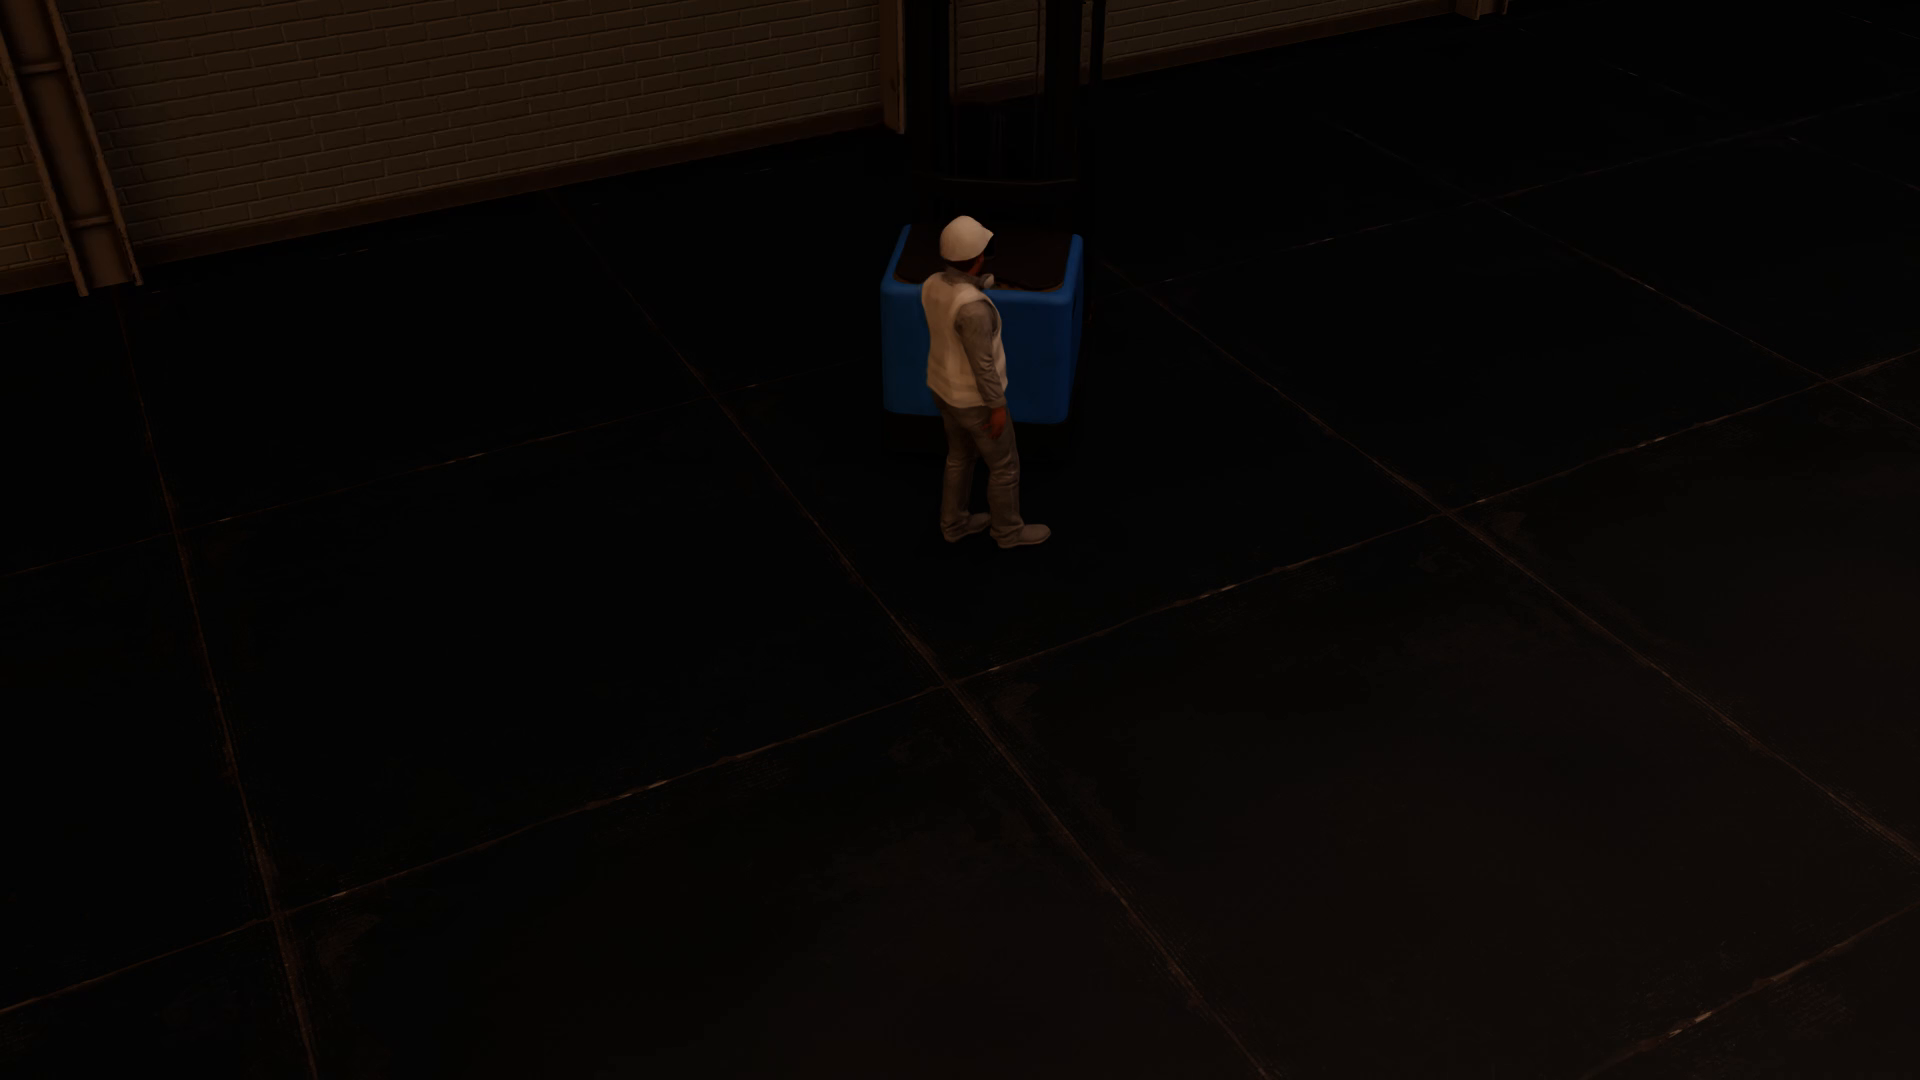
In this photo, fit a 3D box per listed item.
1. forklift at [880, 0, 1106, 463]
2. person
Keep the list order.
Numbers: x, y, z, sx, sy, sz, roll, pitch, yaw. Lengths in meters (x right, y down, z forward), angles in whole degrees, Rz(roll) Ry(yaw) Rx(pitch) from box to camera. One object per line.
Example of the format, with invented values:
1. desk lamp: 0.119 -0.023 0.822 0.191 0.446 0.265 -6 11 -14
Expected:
1. forklift: 0.277 -2.460 9.604 1.130 2.935 3.031 5 36 6
2. person: 0.105 -0.787 8.253 0.542 1.771 0.669 -19 40 -25
